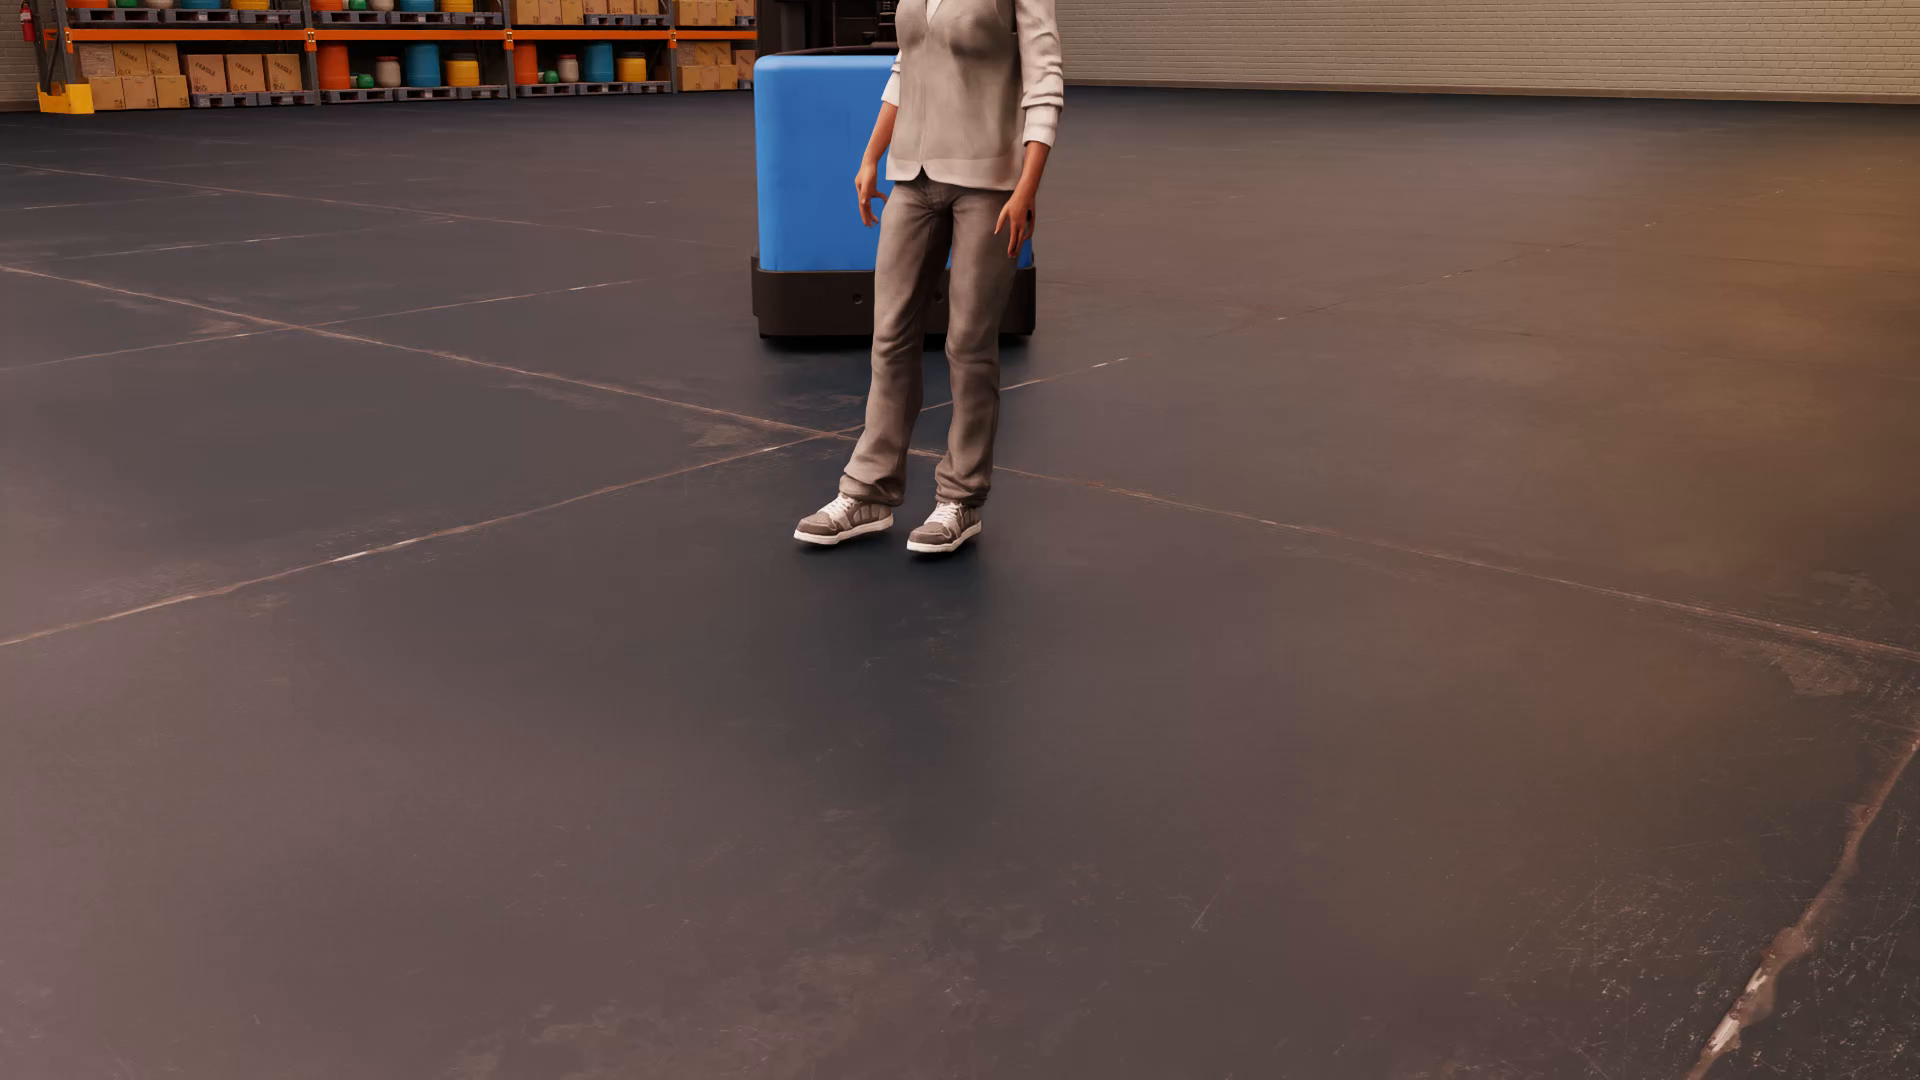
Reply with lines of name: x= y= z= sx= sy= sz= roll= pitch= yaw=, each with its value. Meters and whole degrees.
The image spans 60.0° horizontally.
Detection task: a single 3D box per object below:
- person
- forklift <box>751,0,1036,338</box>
person: x=-0.058 y=-0.757 z=3.662 sx=0.521 sy=1.596 sz=0.475 roll=13 pitch=21 yaw=37
forklift: x=-0.341 y=-2.540 z=7.261 sx=1.130 sy=2.935 sz=3.031 roll=-1 pitch=17 yaw=-4
